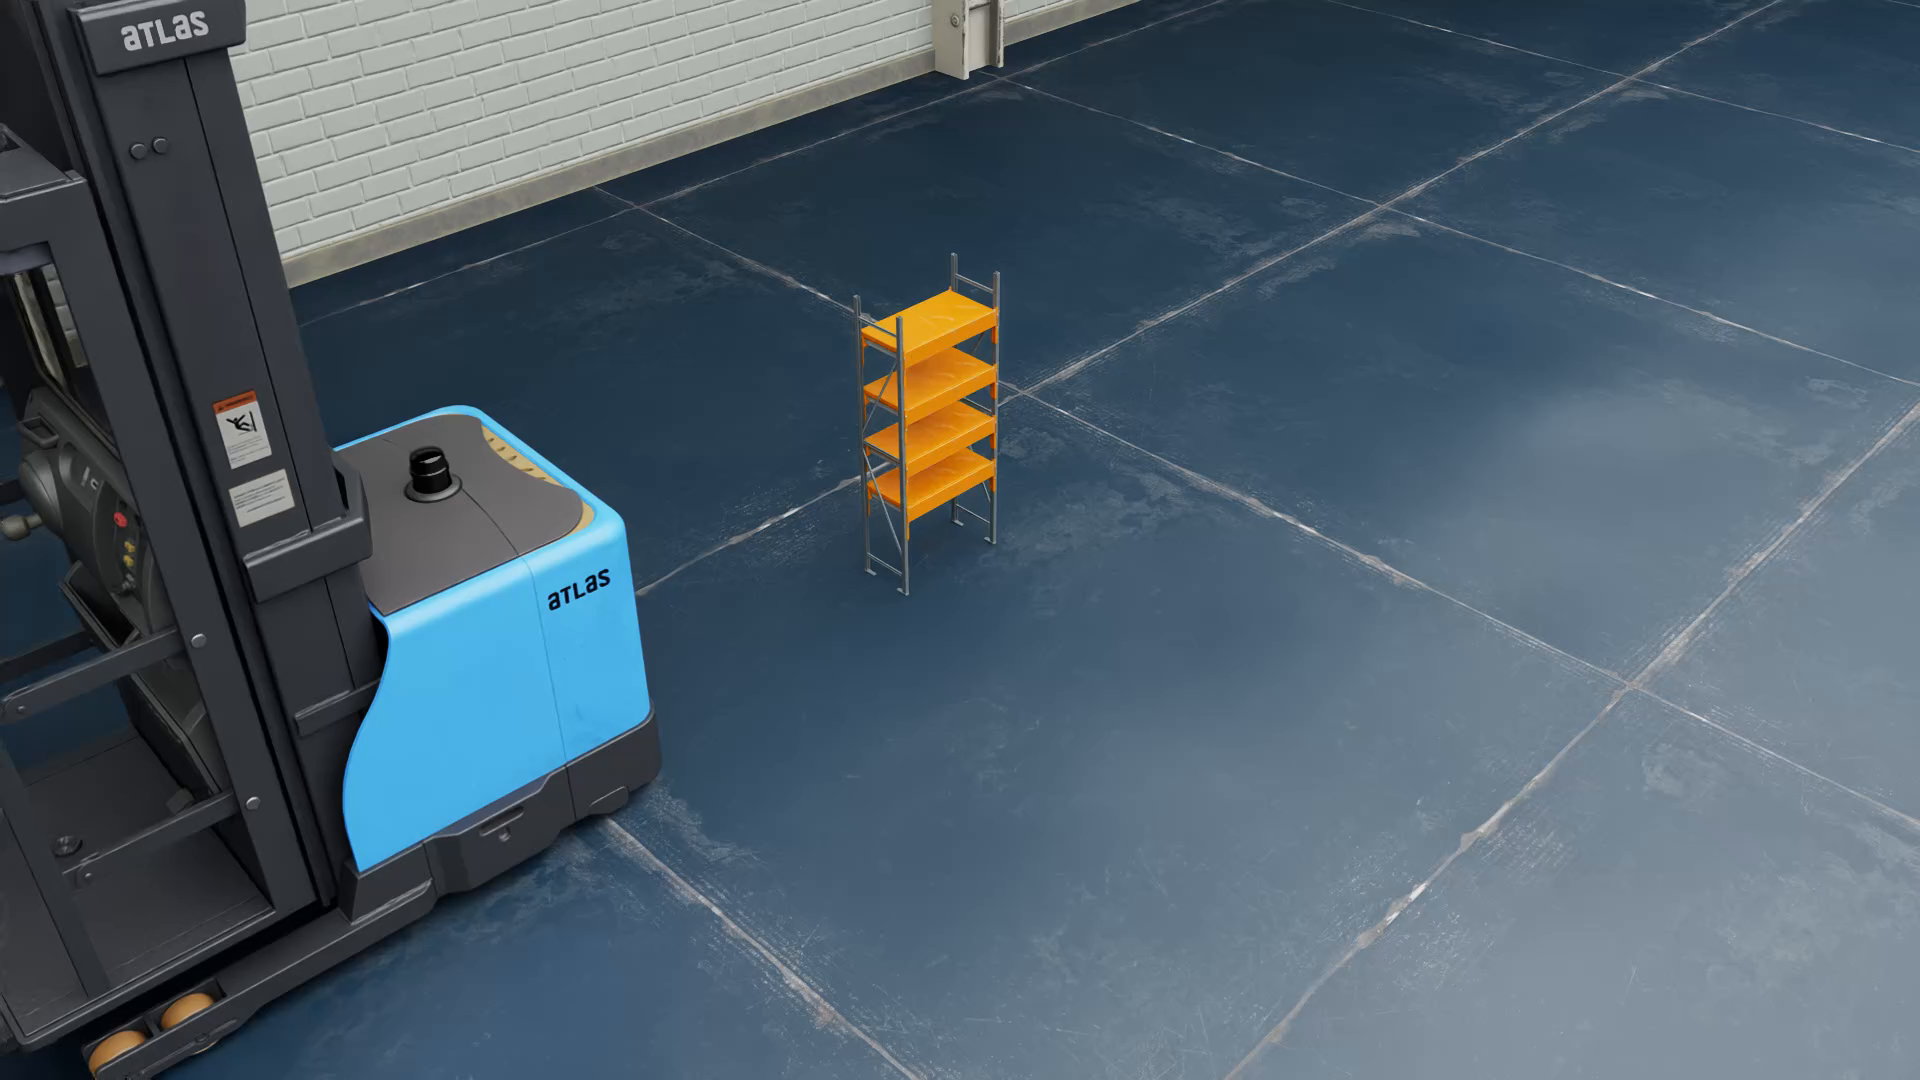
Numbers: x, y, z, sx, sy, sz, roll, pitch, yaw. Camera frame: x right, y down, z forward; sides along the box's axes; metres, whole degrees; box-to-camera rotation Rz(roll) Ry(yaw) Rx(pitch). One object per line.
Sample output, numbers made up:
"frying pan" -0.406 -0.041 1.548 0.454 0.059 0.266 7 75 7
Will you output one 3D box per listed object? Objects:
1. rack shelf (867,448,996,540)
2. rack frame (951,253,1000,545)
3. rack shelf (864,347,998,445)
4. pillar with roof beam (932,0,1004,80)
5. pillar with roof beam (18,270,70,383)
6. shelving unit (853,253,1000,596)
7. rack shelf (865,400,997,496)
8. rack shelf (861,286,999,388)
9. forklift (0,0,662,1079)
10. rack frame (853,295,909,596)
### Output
"rack shelf" -0.117 -0.207 6.462 0.258 0.148 0.480 30 45 35
"rack frame" 0.055 -0.524 6.452 0.240 1.200 0.015 30 45 35
"rack shelf" -0.117 -0.553 6.221 0.258 0.148 0.480 30 45 35
"pillar with roof beam" 3.109 -5.195 6.333 9.100 9.000 0.400 30 45 35
"pillar with roof beam" -1.118 -2.760 2.841 9.100 9.000 0.400 30 45 35
"shelving unit" -0.117 -0.425 6.310 0.258 1.200 0.503 30 45 35
"rack shelf" -0.117 -0.370 6.349 0.258 0.148 0.480 30 45 35
"rack shelf" -0.117 -0.747 6.086 0.258 0.148 0.480 30 45 35
"forklift" -2.421 -0.022 4.220 3.031 2.935 1.130 -28 43 -34
"rack frame" -0.289 -0.326 6.168 0.240 1.200 0.015 30 45 35
